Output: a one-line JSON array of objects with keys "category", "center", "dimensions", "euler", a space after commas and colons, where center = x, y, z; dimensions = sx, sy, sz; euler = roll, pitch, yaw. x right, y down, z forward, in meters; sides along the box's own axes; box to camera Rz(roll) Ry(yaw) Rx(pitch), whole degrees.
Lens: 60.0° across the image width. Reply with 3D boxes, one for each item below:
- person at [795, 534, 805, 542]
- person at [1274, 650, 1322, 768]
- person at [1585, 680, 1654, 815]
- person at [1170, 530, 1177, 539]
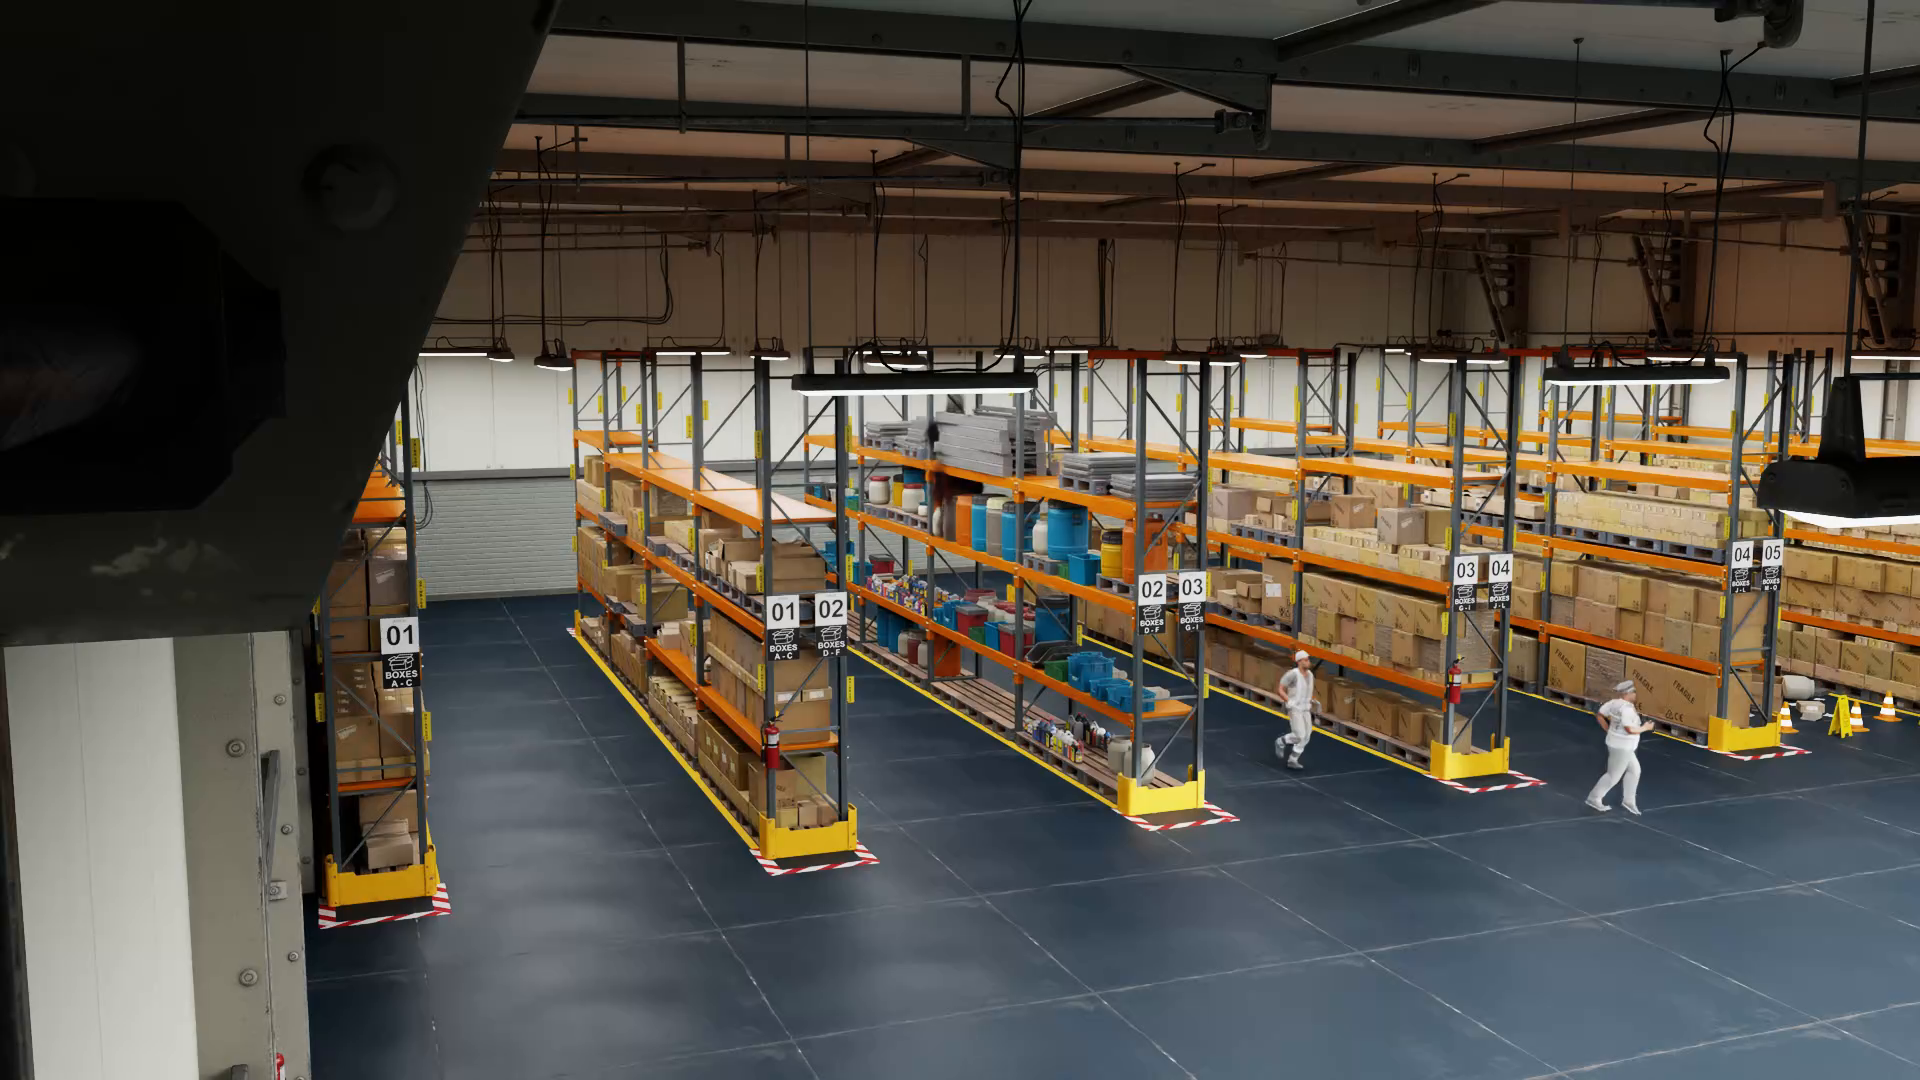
[{"category": "person", "center": [-3.766, 0.695, 38.663], "dimensions": [0.743, 1.758, 0.556], "euler": [-1, 7, -8]}, {"category": "person", "center": [4.942, 2.467, 24.343], "dimensions": [0.681, 1.730, 0.564], "euler": [-5, 9, -34]}, {"category": "person", "center": [8.666, 2.762, 21.833], "dimensions": [0.803, 1.859, 0.627], "euler": [1, 7, 9]}, {"category": "person", "center": [5.041, 0.540, 39.280], "dimensions": [0.658, 1.769, 0.972], "euler": [-3, 8, -19]}]
